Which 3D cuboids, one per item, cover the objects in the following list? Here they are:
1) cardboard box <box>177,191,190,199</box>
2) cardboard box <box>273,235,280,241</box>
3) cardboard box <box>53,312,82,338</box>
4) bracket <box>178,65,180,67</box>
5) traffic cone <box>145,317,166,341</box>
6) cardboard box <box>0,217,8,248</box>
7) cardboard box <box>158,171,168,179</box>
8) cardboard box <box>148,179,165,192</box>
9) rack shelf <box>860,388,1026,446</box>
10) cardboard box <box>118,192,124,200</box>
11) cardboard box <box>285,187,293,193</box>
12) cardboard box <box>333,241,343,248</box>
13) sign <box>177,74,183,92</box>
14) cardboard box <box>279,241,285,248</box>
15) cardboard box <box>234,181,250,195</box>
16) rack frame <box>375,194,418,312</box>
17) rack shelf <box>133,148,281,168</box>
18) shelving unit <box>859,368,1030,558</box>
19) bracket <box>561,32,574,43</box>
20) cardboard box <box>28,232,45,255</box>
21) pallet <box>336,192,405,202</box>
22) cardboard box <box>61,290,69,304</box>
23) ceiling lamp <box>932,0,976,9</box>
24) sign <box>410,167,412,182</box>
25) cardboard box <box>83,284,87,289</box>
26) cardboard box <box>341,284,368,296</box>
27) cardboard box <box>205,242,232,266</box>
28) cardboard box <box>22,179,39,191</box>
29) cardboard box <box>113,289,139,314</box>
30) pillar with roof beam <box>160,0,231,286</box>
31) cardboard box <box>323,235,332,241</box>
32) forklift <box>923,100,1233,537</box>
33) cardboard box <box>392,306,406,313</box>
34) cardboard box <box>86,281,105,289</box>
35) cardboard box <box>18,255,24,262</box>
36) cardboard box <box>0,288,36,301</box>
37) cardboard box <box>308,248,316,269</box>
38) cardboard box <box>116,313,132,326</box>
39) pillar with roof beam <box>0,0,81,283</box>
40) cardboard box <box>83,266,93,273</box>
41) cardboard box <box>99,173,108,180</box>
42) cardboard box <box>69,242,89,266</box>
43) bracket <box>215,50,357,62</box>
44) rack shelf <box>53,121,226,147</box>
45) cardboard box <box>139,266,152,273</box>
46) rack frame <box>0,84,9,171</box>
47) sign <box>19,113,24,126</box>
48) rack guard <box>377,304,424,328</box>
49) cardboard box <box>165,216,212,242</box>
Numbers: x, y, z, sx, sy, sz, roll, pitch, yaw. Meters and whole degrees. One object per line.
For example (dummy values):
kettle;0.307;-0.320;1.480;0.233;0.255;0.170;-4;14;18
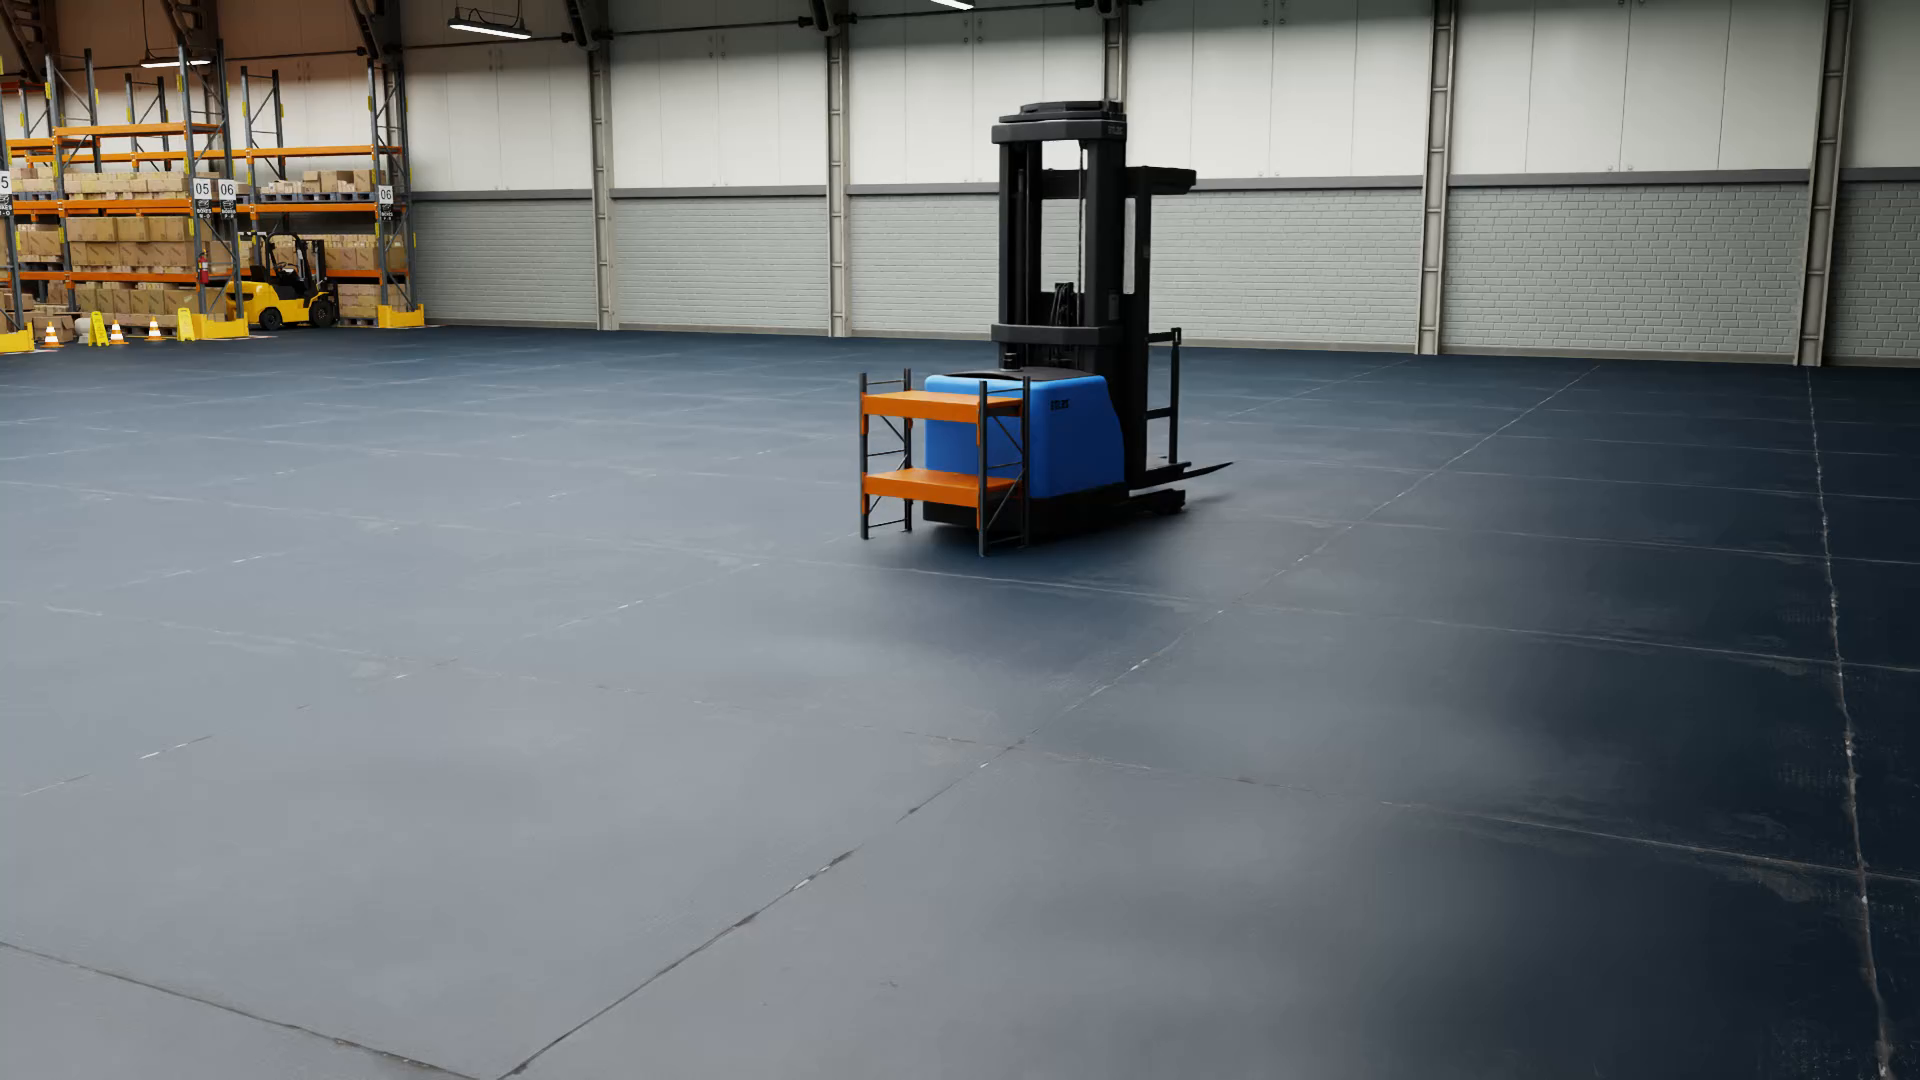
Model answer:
cardboard box;-15.663;-7.001;33.773;0.250;0.149;0.380;5;11;26
cardboard box;-16.176;-7.212;39.721;0.250;0.149;0.380;5;11;27
cardboard box;-18.447;-4.450;34.406;0.500;0.500;0.500;-4;11;-23
bracket;-19.162;-11.829;41.215;0.430;0.232;0.235;5;11;26
traffic cone;-16.176;-4.245;33.384;0.334;0.463;0.336;5;11;26
cardboard box;-17.634;-5.507;29.784;0.550;0.550;0.875;5;11;26
cardboard box;-16.104;-7.433;33.922;0.250;0.149;0.380;5;11;25
cardboard box;-16.242;-7.253;34.046;0.500;0.250;0.500;5;11;25
rack shelf;-0.108;-0.822;10.969;1.000;0.278;0.538;8;13;38
cardboard box;-17.250;-7.147;34.581;0.250;0.149;0.380;5;11;26
cardboard box;-15.656;-8.237;39.144;0.250;0.149;0.380;5;12;28
cardboard box;-14.387;-6.890;38.773;0.250;0.149;0.380;5;11;24
sign;-15.483;-9.068;32.997;0.005;0.325;0.100;5;11;26
cardboard box;-15.965;-7.038;39.595;0.250;0.149;0.380;5;11;26
cardboard box;-17.370;-8.480;40.028;0.500;0.311;0.500;5;11;24
rack frame;-13.026;-6.458;38.491;0.127;3.000;1.000;5;11;26
rack shelf;-18.407;-9.332;40.669;4.000;0.370;1.077;5;11;26
shelving unit;-0.108;-0.534;11.021;1.048;1.125;0.538;8;13;38
bracket;-8.400;-10.884;35.990;0.430;0.232;0.235;5;11;26
cardboard box;-19.767;-6.421;35.992;0.500;0.500;0.500;5;11;26
pallet;-13.649;-7.951;38.563;1.213;0.211;1.003;5;11;26
cardboard box;-22.972;-6.266;43.269;0.500;0.500;0.500;5;11;25
ceiling lamp;-0.085;-10.381;26.932;0.800;3.185;2.000;5;11;26
sign;-12.775;-8.491;38.627;0.005;0.325;0.100;5;11;26
cardboard box;-22.385;-6.536;42.940;0.250;0.149;0.380;5;12;28
cardboard box;-14.038;-5.830;38.752;0.500;0.250;0.500;5;12;27
cardboard box;-15.521;-5.942;34.525;0.500;0.500;0.500;5;11;25
cardboard box;-19.846;-7.653;35.911;0.500;0.250;0.500;5;11;27
cardboard box;-17.447;-5.032;35.047;0.500;0.500;0.500;6;12;29
pillar with roof beam;-20.537;-9.394;37.869;0.548;9.000;9.100;5;11;26
cardboard box;-14.630;-7.052;38.836;0.250;0.149;0.380;5;12;27
forklift;1.029;-1.673;12.245;1.130;2.935;3.031;8;13;36
cardboard box;-13.380;-5.382;39.085;0.500;0.250;0.500;5;11;26
cardboard box;-18.311;-5.413;35.332;0.250;0.149;0.380;5;11;27
cardboard box;-20.298;-6.143;36.274;0.250;0.149;0.380;5;11;26
cardboard box;-25.188;-6.477;44.435;0.500;0.500;0.700;5;11;24
cardboard box;-14.960;-6.625;39.131;0.500;0.500;0.500;5;11;26
cardboard box;-17.436;-4.663;35.112;0.500;0.250;0.500;5;11;25
pillar with roof beam;-25.918;-9.867;40.482;0.548;9.000;9.100;5;11;26
cardboard box;-18.416;-5.769;35.389;0.250;0.149;0.380;5;12;27
cardboard box;-17.721;-7.574;34.699;0.250;0.149;0.380;5;11;24
cardboard box;-18.535;-6.097;35.378;0.500;0.500;0.500;5;11;26
bracket;-16.092;-11.559;39.724;4.783;0.066;0.076;5;11;26
rack shelf;-17.013;-8.419;34.511;4.000;0.370;1.077;5;11;26
cardboard box;-16.827;-5.626;34.601;0.250;0.149;0.380;5;11;25
rack frame;-17.319;-7.819;29.163;0.127;3.000;1.000;5;11;26
sign;-24.044;-10.769;42.621;0.005;0.325;0.100;5;11;26
rack guard;-13.005;-5.226;38.704;0.348;0.500;1.175;5;11;26
cardboard box;-15.774;-6.358;34.015;0.500;0.500;0.700;5;11;24
